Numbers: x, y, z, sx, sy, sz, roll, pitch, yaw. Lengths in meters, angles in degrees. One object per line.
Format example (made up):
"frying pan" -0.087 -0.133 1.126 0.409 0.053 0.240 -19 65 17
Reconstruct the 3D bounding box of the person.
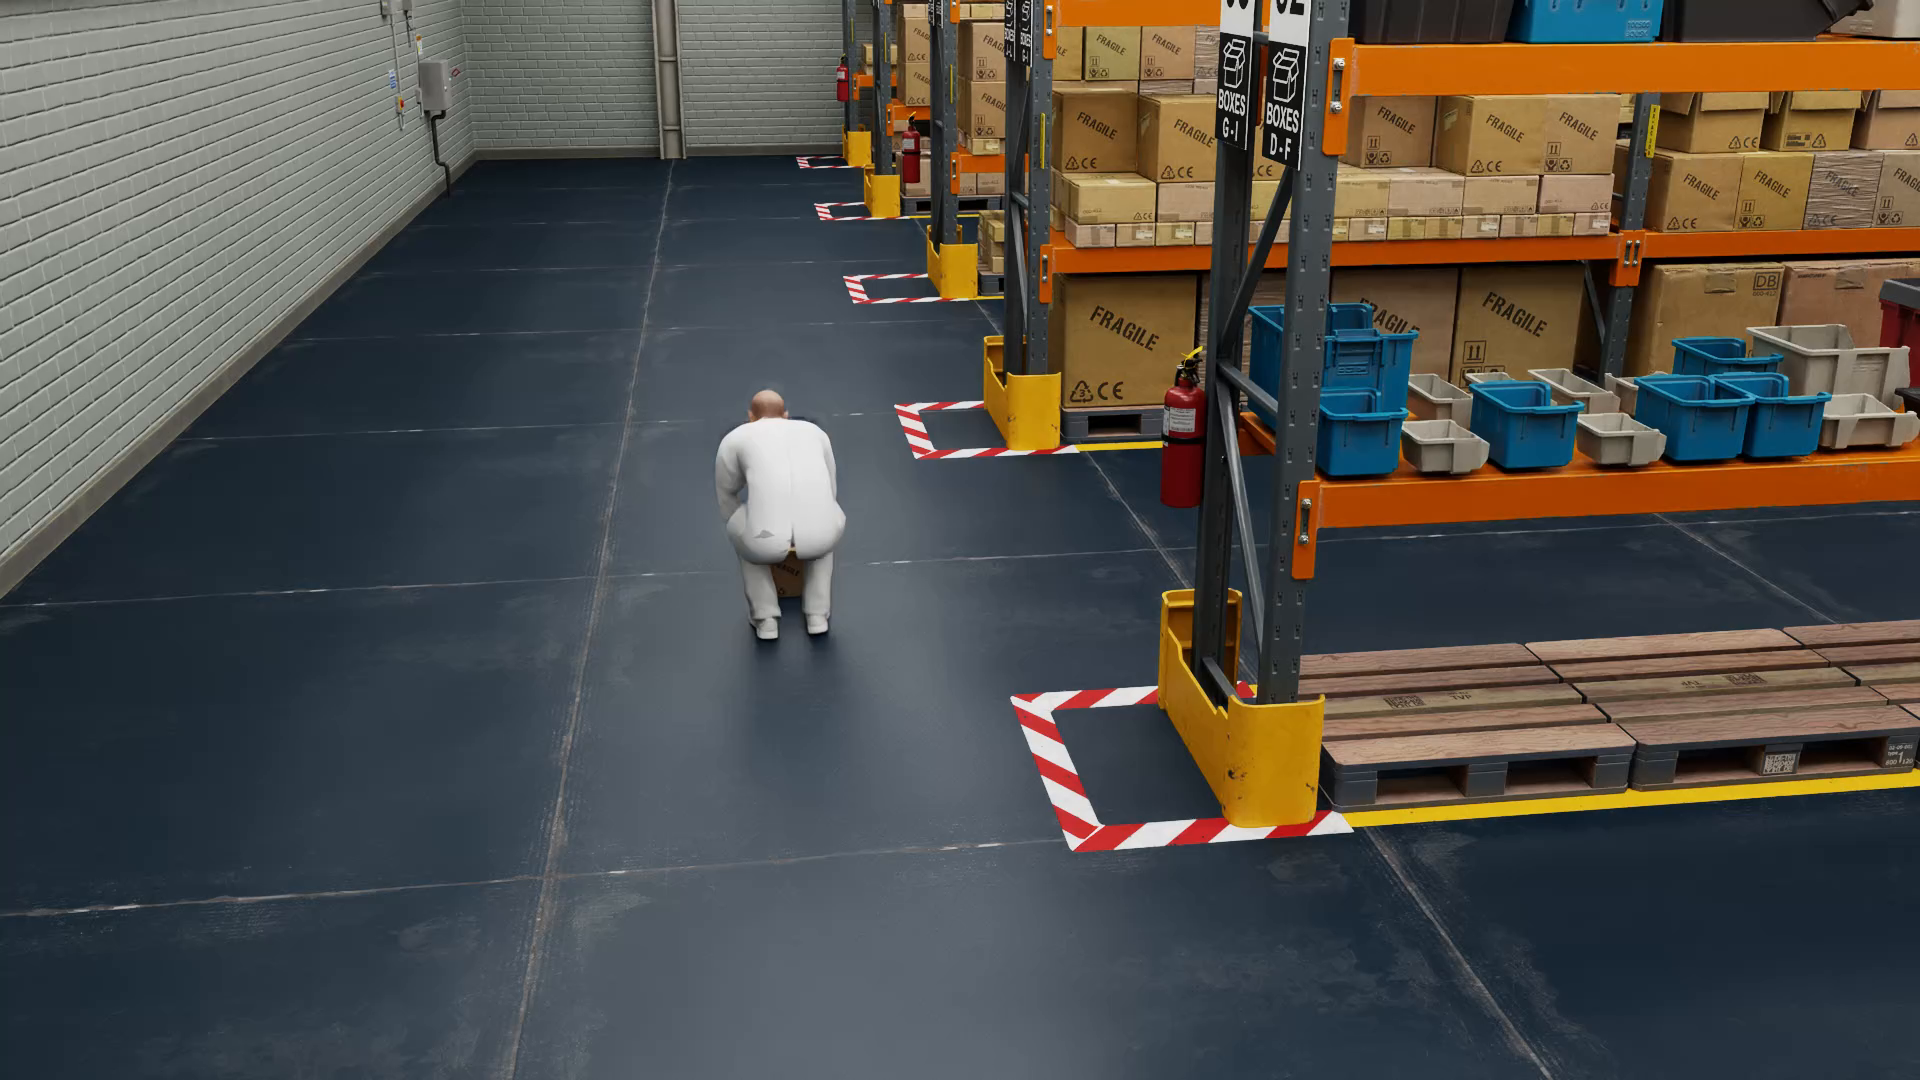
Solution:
"person" -0.855 -0.110 7.975 0.610 1.054 0.877 -3 20 -8
